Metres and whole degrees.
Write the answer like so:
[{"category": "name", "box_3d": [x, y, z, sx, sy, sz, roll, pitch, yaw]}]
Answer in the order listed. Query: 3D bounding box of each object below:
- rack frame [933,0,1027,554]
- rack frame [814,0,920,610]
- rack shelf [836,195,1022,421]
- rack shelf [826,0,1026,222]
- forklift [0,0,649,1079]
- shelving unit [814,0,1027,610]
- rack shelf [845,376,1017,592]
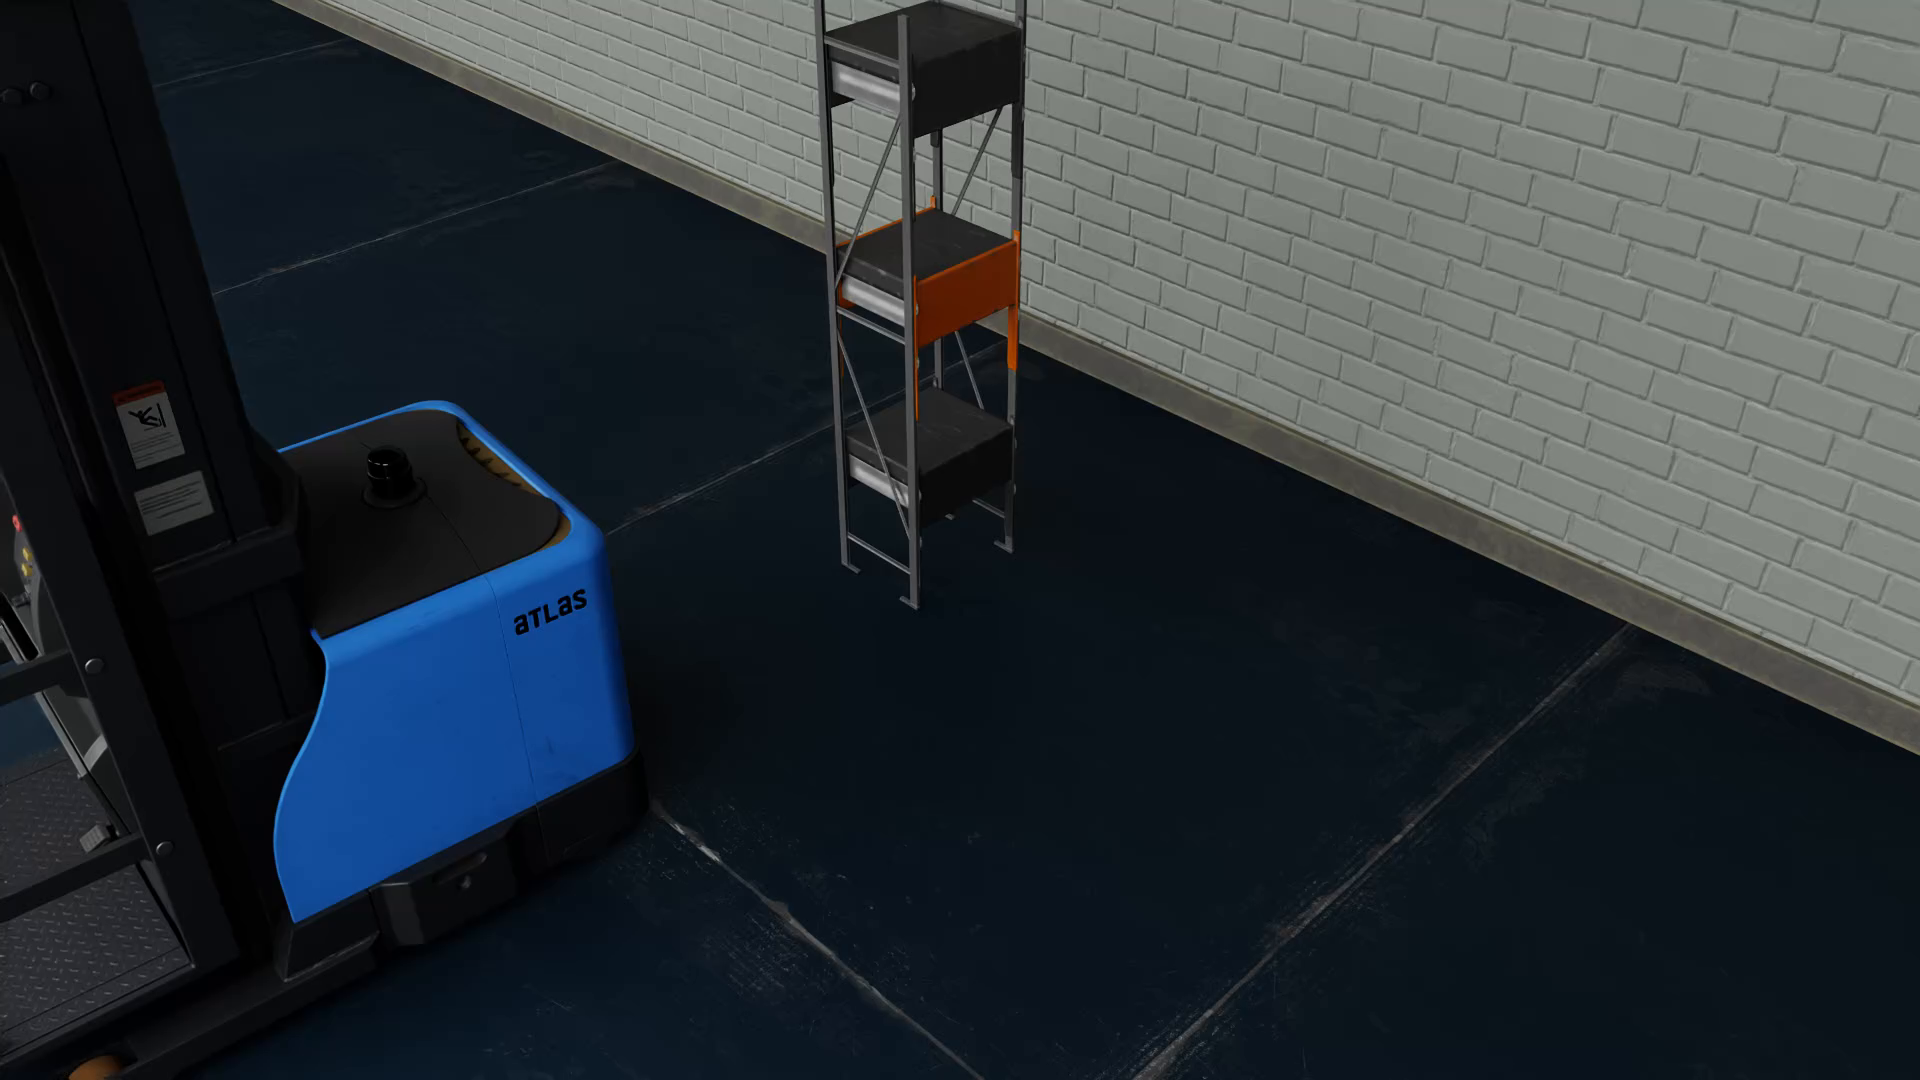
[{"category": "rack frame", "box_3d": [0.055, -0.893, 5.695, 0.400, 2.100, 0.015, 30, 45, 35]}, {"category": "rack frame", "box_3d": [-0.289, -0.695, 5.411, 0.400, 2.100, 0.015, 30, 45, 35]}, {"category": "rack shelf", "box_3d": [-0.117, -0.783, 5.561, 0.431, 0.518, 0.480, 30, 45, 35]}, {"category": "rack shelf", "box_3d": [-0.117, -1.357, 5.160, 0.431, 0.518, 0.480, 30, 45, 35]}, {"category": "forklift", "box_3d": [-2.390, -0.016, 3.711, 3.031, 2.935, 1.130, -25, 42, -32]}, {"category": "shelving unit", "box_3d": [-0.117, -0.794, 5.553, 0.431, 2.100, 0.503, 30, 45, 35]}, {"category": "rack shelf", "box_3d": [-0.117, -0.209, 5.961, 0.431, 0.518, 0.480, 30, 45, 35]}]
